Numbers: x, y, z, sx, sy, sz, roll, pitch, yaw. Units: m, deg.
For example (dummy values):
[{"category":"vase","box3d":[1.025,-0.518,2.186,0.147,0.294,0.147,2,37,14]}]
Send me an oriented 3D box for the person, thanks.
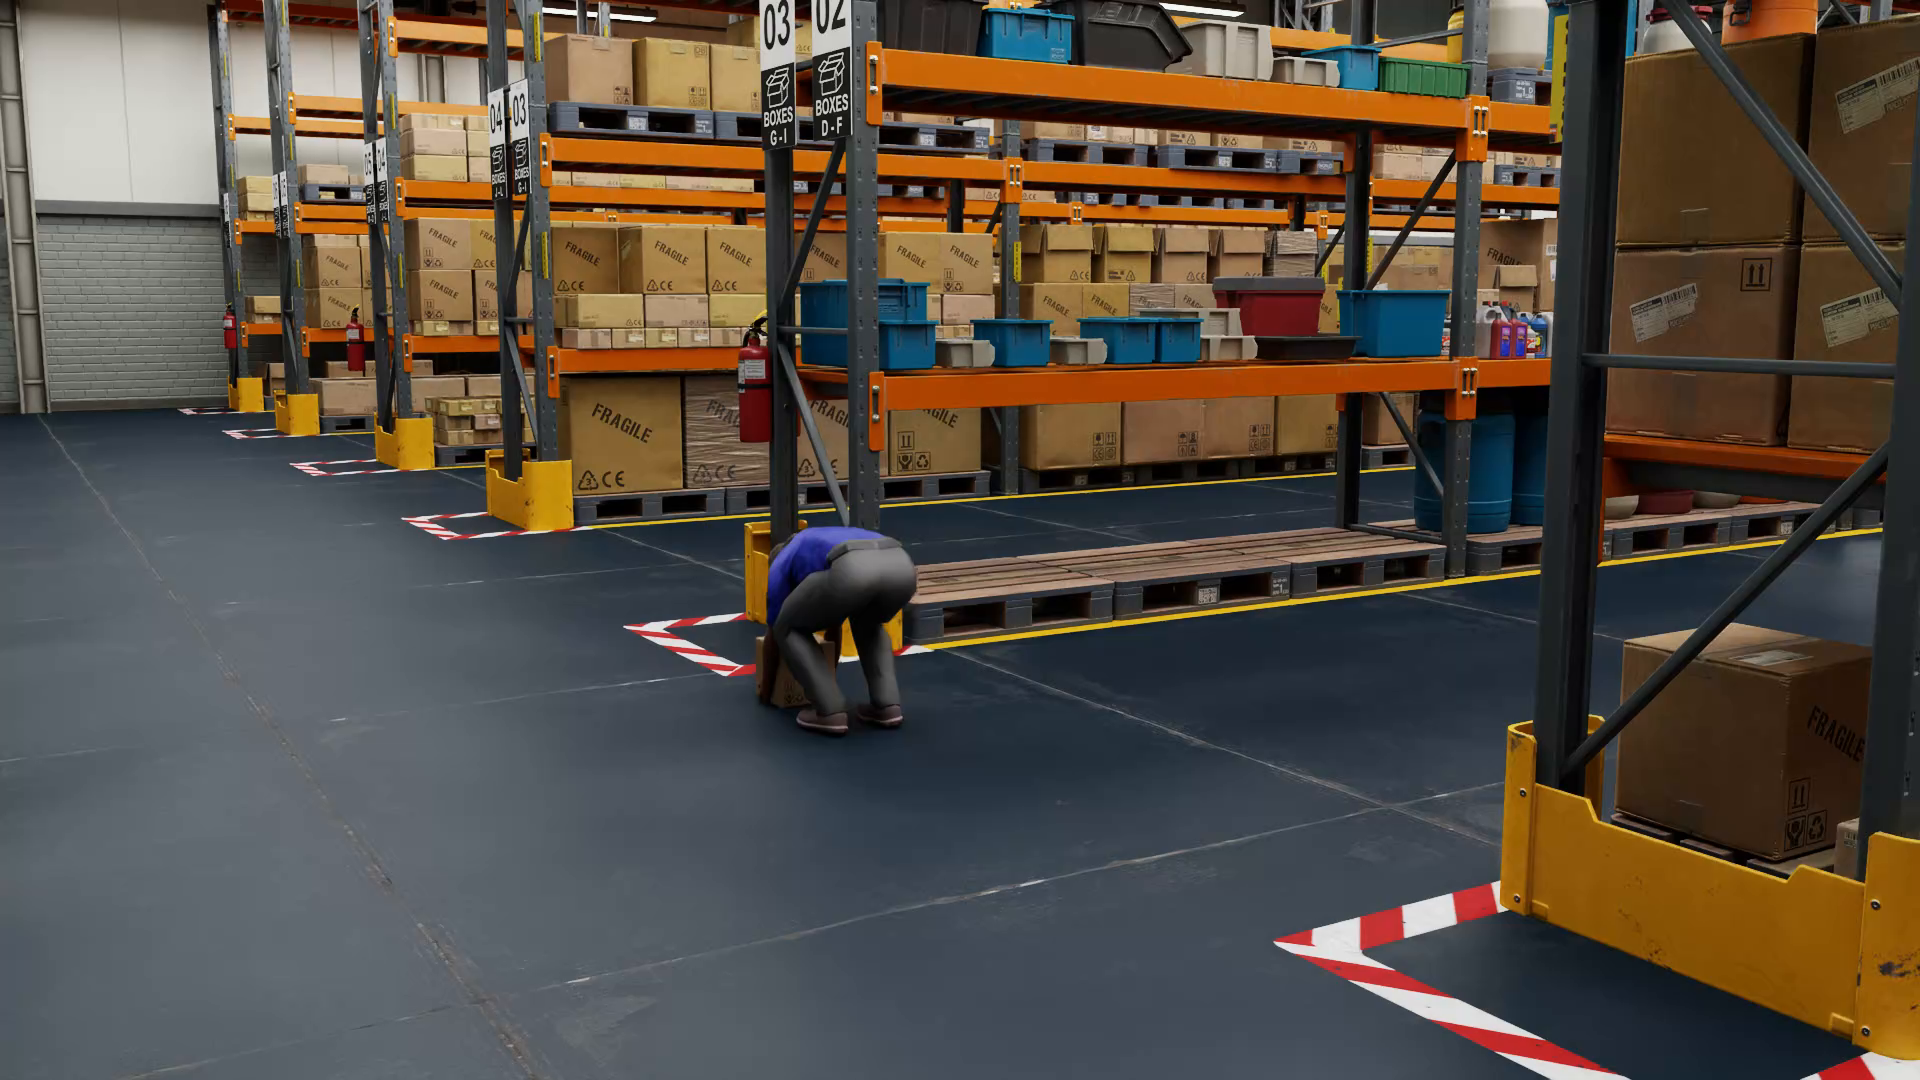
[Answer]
[{"category":"person","box3d":[-0.521,0.336,6.642,0.472,0.793,0.871,-5,10,-33]}]
